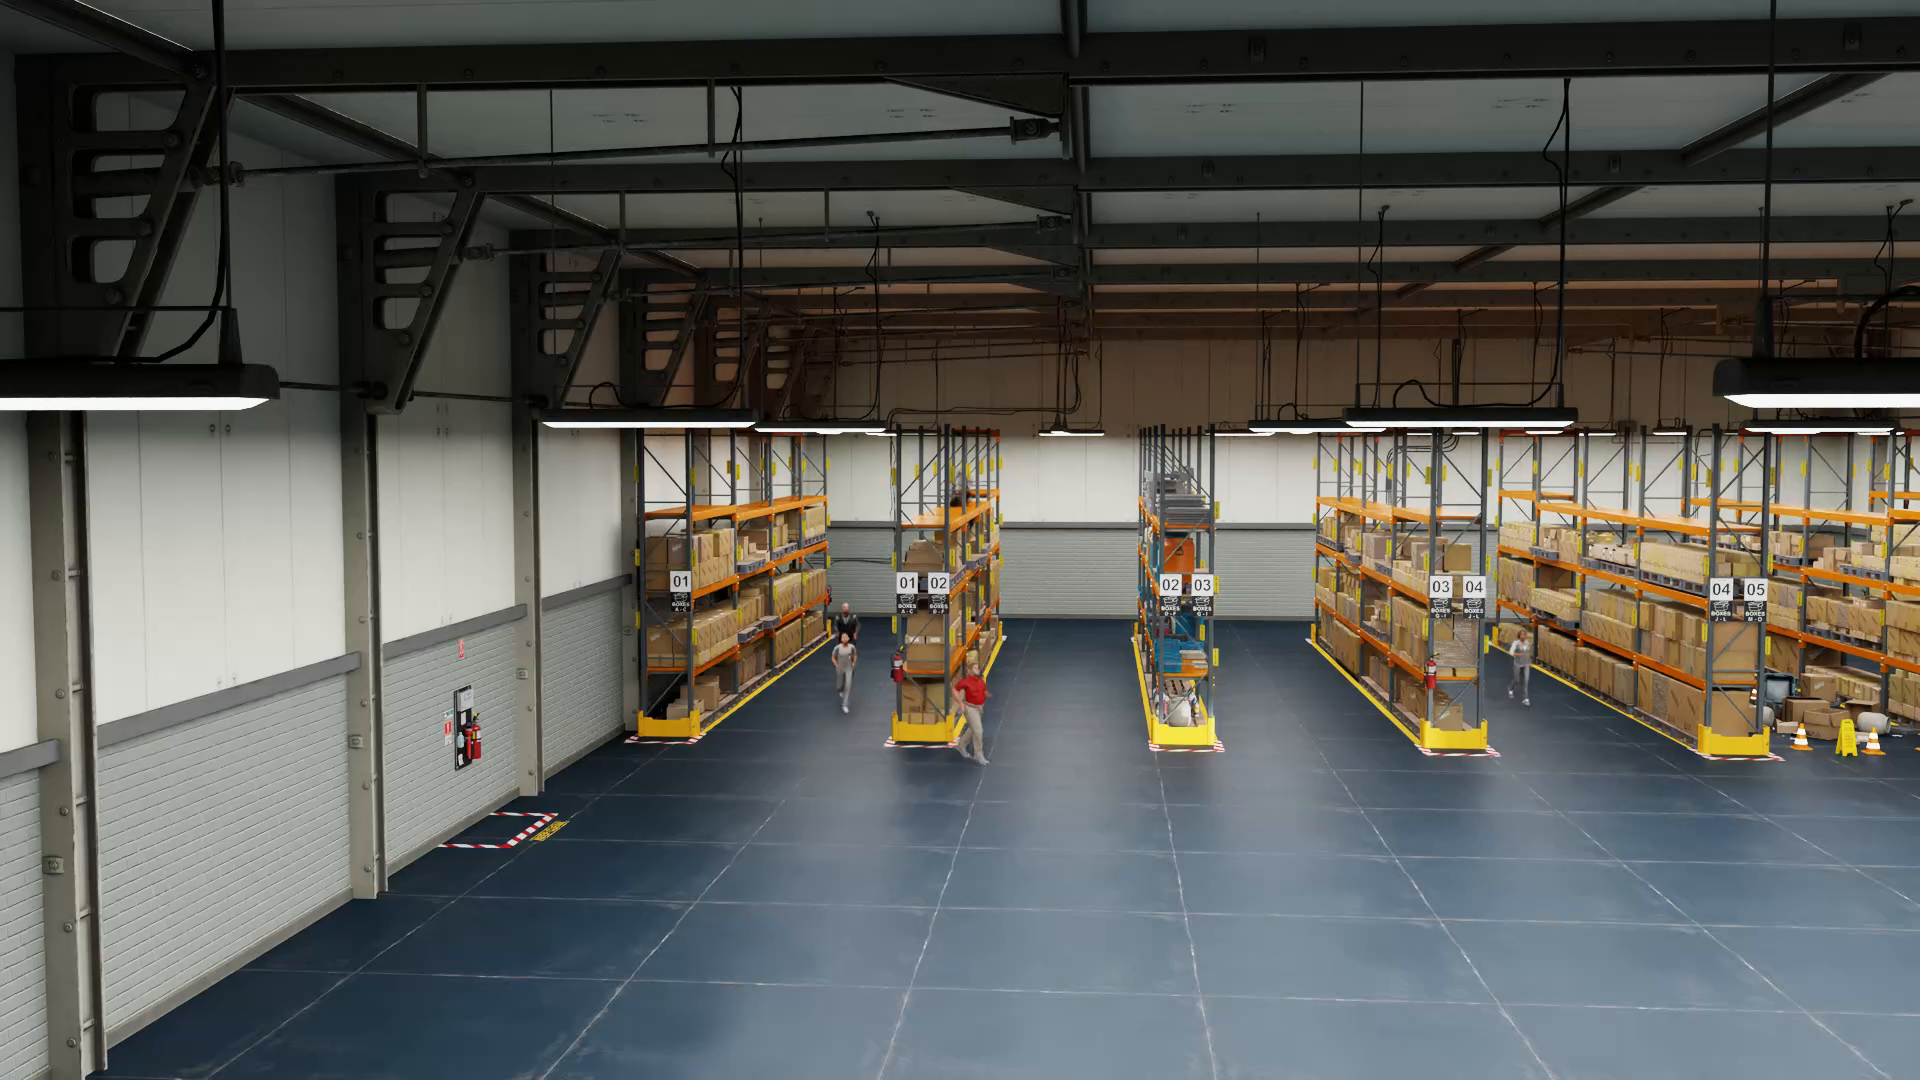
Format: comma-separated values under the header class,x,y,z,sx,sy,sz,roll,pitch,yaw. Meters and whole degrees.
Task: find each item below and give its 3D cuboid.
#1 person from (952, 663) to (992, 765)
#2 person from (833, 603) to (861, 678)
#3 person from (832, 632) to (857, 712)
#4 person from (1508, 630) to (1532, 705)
class,x,y,z,sx,sy,sz,roll,pitch,yaw
person,0.231,3.062,29.487,0.816,1.778,0.649,2,4,35
person,-2.573,2.301,37.731,0.635,1.722,0.567,0,3,1
person,-2.446,2.783,35.236,0.547,1.651,0.933,0,3,-3
person,12.104,2.720,35.916,0.568,1.587,0.852,-1,4,-8
